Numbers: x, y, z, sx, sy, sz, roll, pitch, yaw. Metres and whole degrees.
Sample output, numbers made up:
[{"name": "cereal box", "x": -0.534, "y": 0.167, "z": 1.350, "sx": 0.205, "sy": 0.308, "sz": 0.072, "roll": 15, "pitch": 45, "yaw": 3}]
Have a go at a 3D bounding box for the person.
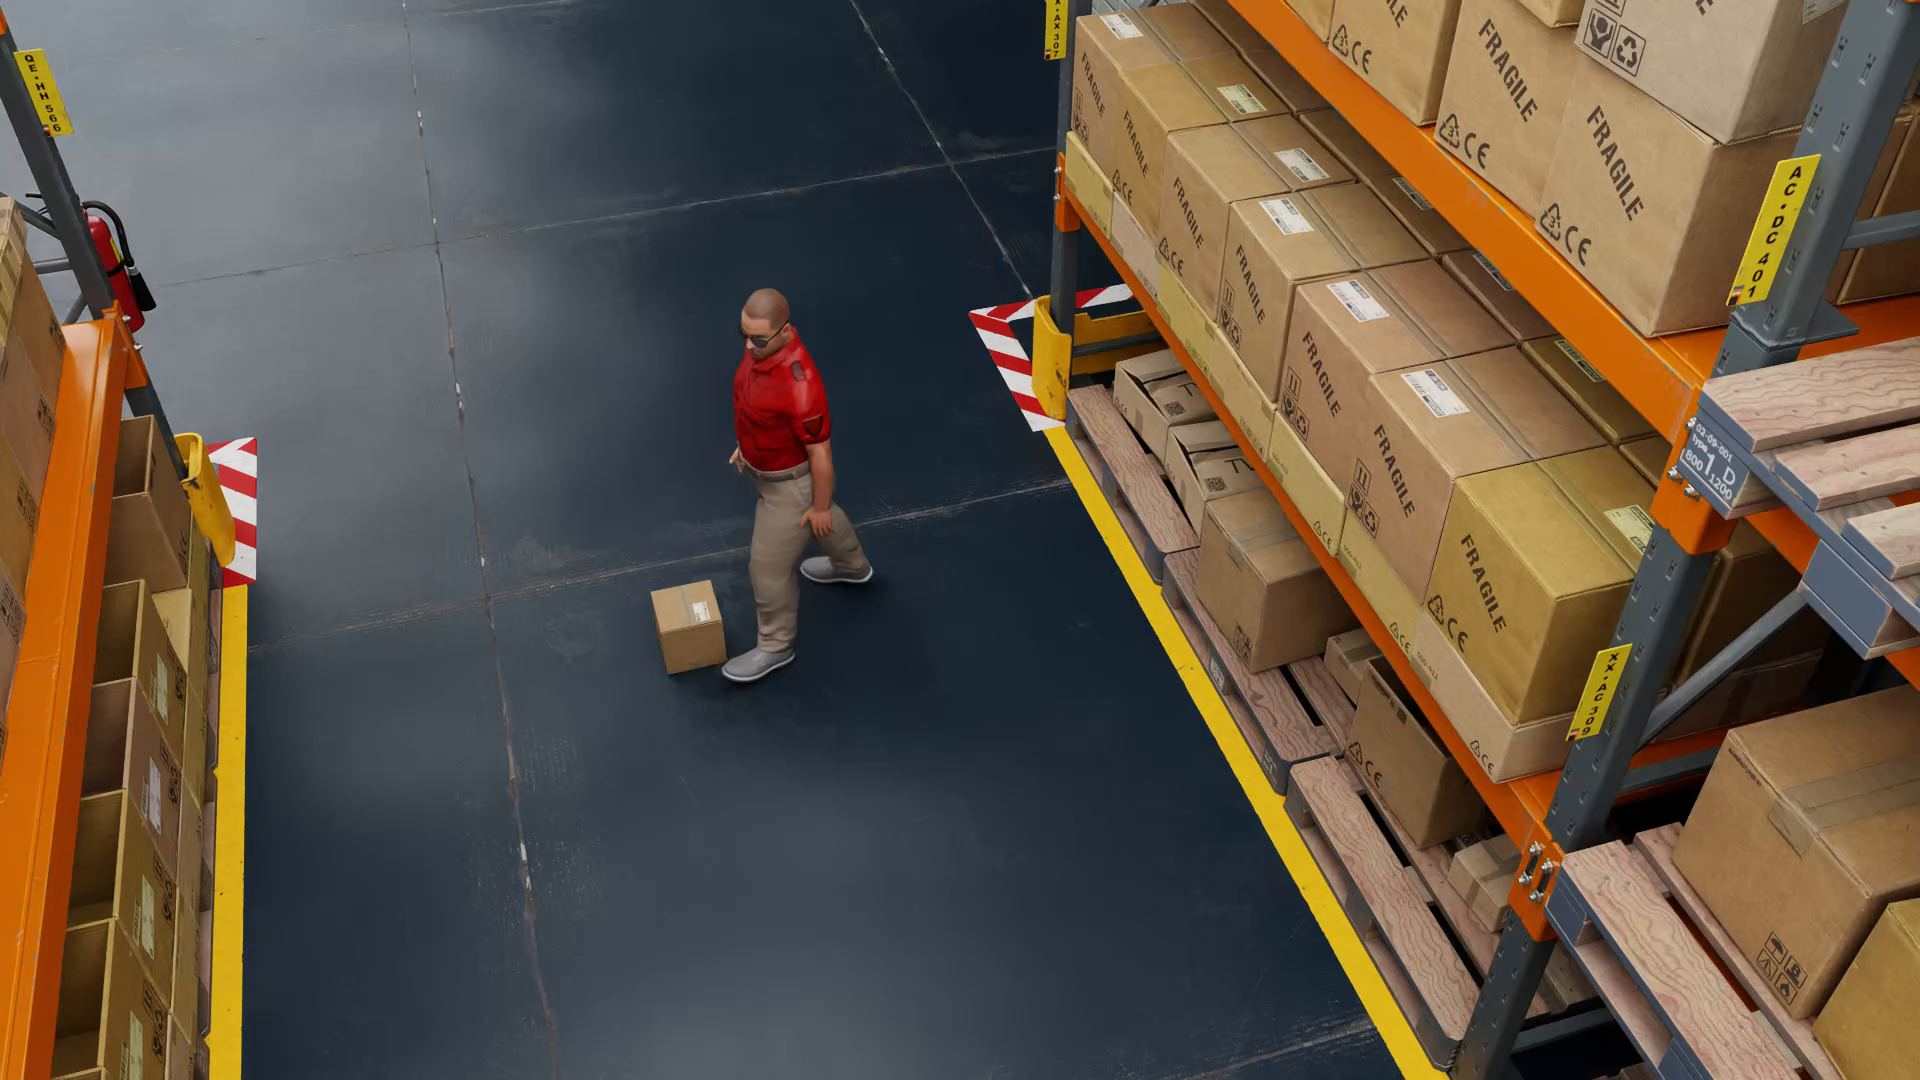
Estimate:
[{"name": "person", "x": -0.692, "y": -0.287, "z": 6.504, "sx": 0.753, "sy": 1.706, "sz": 0.642, "roll": -13, "pitch": 43, "yaw": -14}]
